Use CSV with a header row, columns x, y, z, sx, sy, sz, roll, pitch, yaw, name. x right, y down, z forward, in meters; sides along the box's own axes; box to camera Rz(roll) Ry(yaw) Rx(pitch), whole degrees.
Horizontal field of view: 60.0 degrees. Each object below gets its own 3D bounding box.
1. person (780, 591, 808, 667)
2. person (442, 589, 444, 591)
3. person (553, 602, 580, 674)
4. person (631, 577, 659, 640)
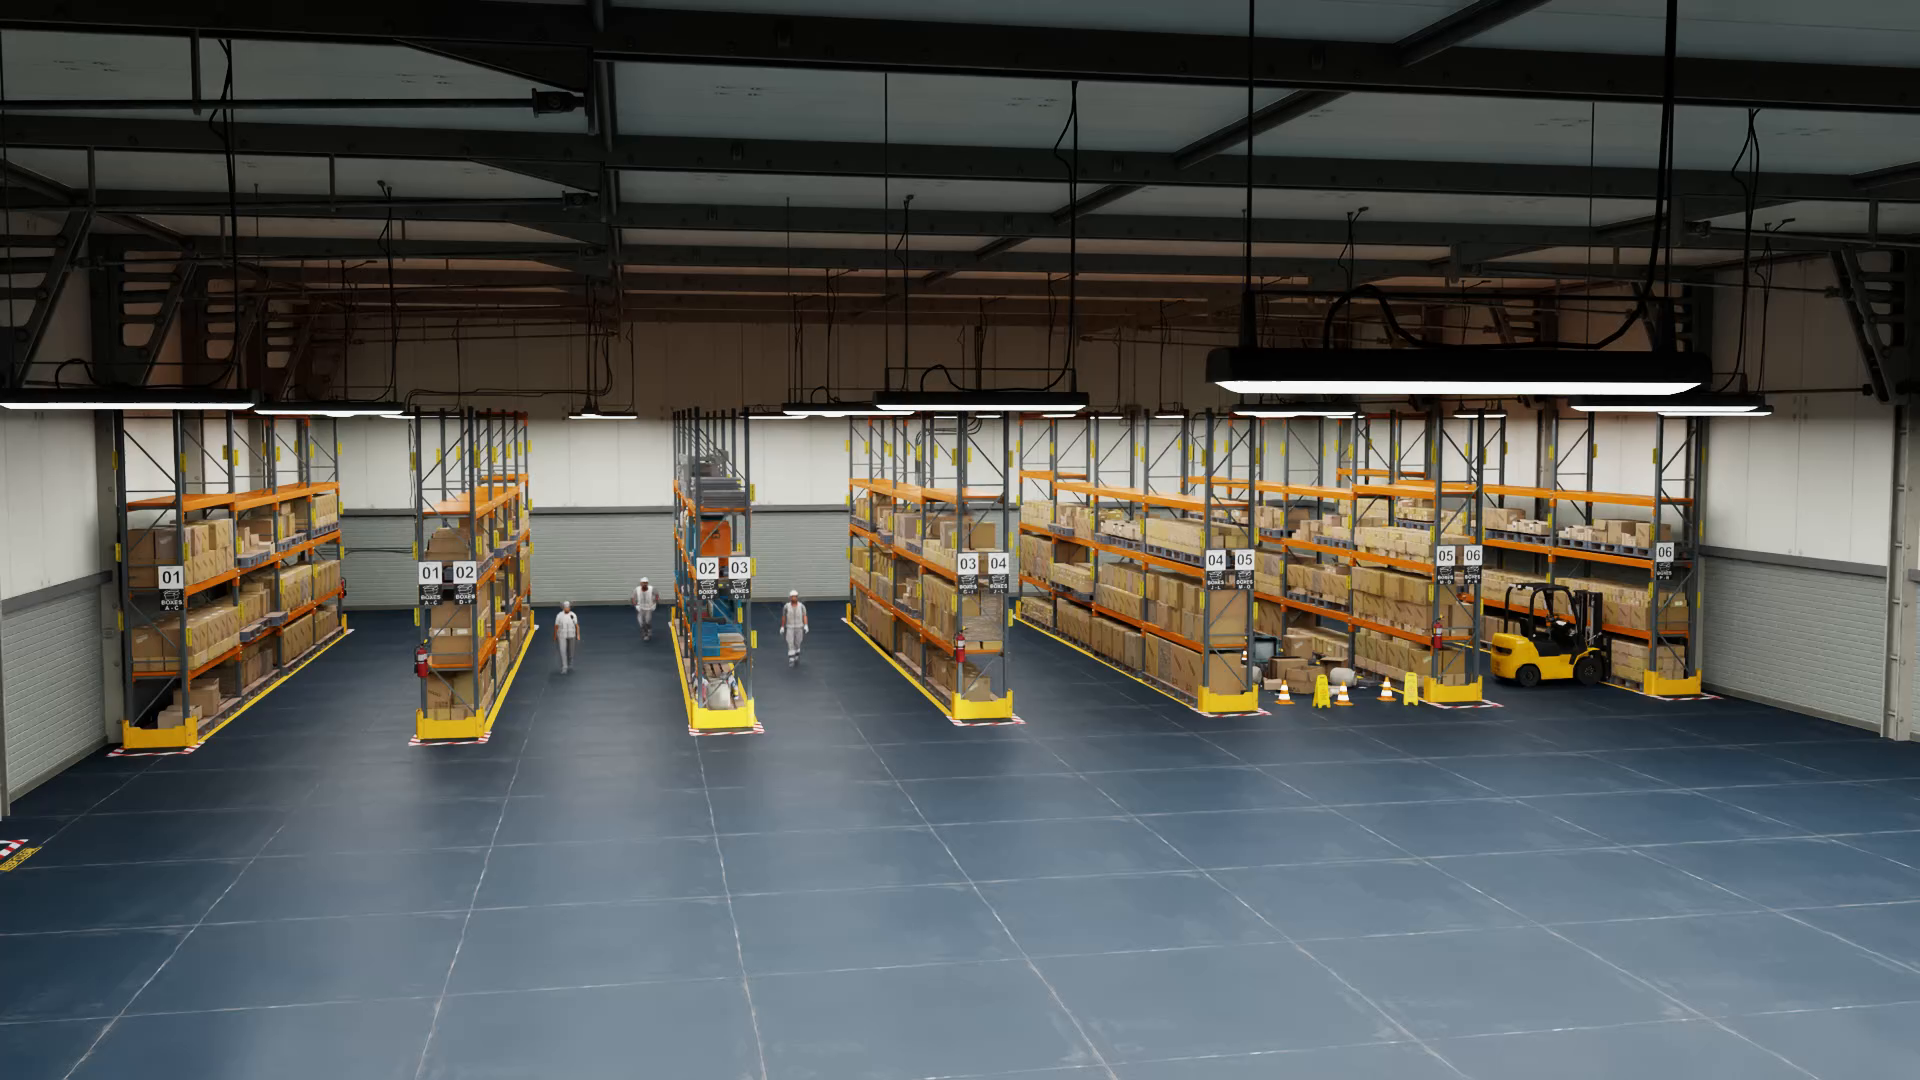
x,y,z,sx,sy,sz,roll,pitch,yaw,name
-3.882,2.058,38.934,0.653,1.723,1.034,-1,4,-9,person
-13.699,1.654,44.497,0.621,1.759,0.522,-1,4,-9,person
-8.989,2.202,37.992,0.566,1.599,1.062,-1,4,-20,person
-8.230,1.799,43.437,0.675,1.682,0.649,0,4,1,person
